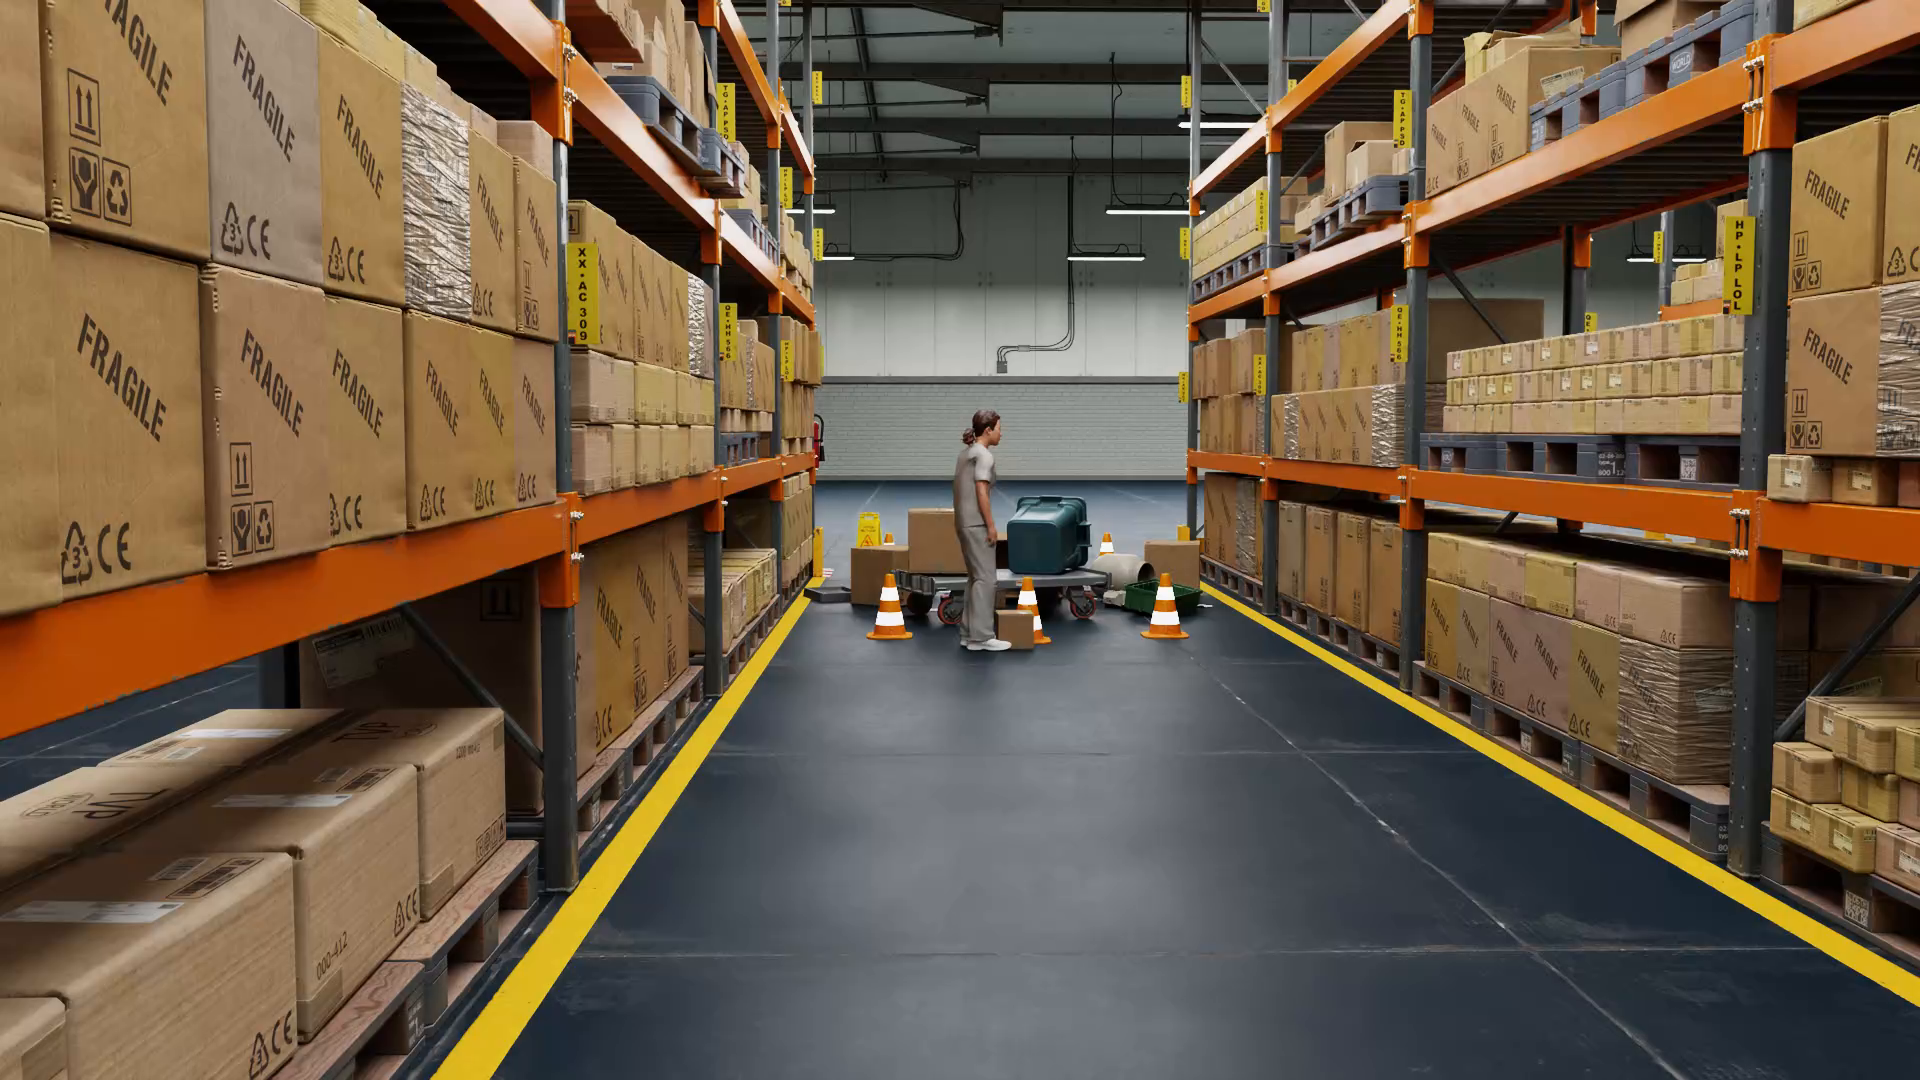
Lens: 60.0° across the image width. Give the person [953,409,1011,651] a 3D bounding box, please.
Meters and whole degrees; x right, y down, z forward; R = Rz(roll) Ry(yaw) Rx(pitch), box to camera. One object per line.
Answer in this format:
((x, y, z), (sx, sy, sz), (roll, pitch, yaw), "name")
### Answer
((0.144, -0.079, 11.643), (0.365, 1.671, 0.514), (-1, 4, -14), "person")
